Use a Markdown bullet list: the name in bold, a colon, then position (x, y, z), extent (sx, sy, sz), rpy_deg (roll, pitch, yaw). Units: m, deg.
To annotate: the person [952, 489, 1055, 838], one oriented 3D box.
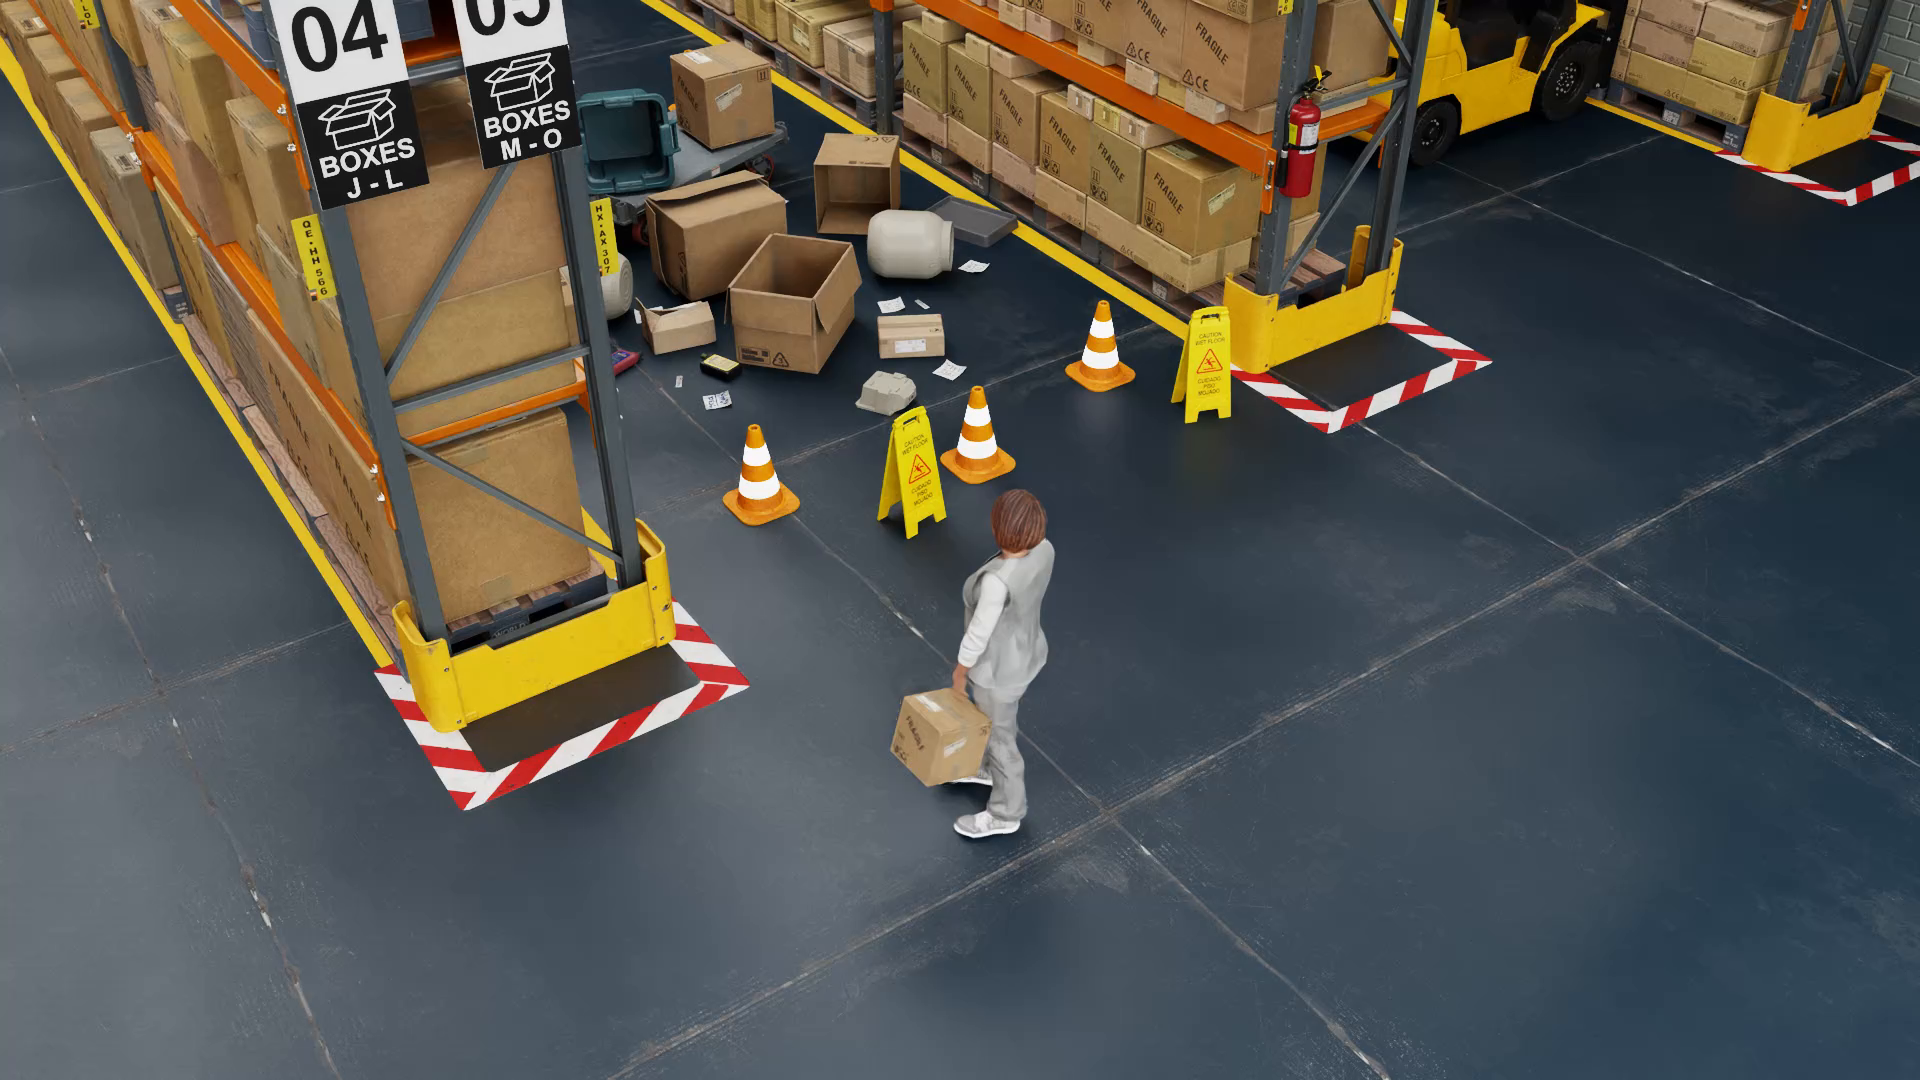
- **person**: position (0.088, 0.475, 6.376), extent (0.473, 1.569, 0.434), rpy_deg (16, 40, 21)
